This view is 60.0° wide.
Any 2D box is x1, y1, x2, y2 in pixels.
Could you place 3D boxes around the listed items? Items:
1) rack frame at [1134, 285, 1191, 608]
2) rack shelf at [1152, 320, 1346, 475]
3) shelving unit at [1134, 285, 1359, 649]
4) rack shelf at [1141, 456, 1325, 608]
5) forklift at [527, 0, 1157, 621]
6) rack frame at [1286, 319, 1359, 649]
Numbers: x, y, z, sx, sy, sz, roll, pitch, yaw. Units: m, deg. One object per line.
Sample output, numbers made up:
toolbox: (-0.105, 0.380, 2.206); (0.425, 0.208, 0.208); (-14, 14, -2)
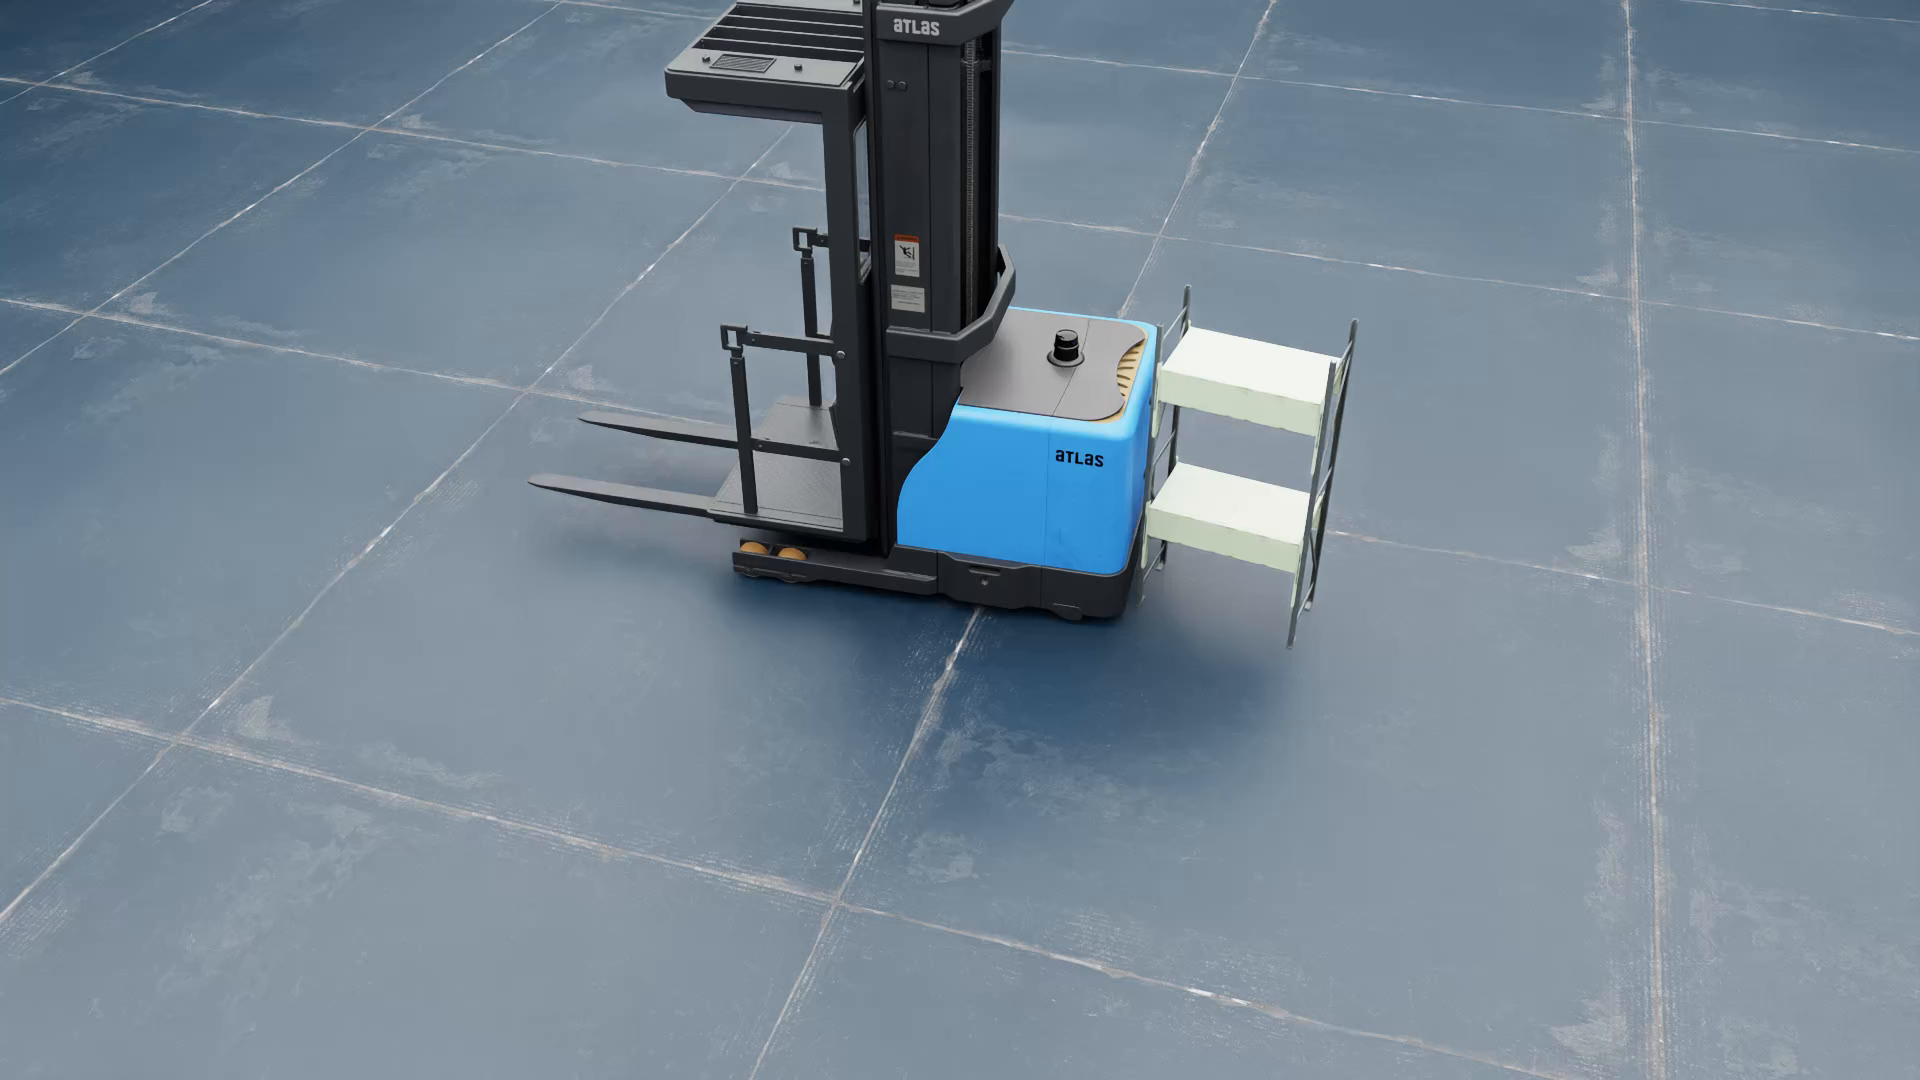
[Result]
rack frame: (0.914, -0.395, 7.522); (0.023, 1.500, 0.400); (15, 39, 19)
rack shelf: (1.247, -0.620, 7.169); (0.720, 0.370, 0.431); (15, 39, 19)
shelving unit: (1.247, -0.306, 7.400); (0.755, 1.500, 0.431); (15, 39, 19)
rack shelf: (1.247, -0.043, 7.594); (0.720, 0.370, 0.431); (15, 39, 19)
forklift: (-0.606, -1.269, 7.502); (3.031, 2.935, 1.130); (8, 37, 11)
rack frame: (1.581, -0.217, 7.279); (0.023, 1.500, 0.400); (15, 39, 19)
